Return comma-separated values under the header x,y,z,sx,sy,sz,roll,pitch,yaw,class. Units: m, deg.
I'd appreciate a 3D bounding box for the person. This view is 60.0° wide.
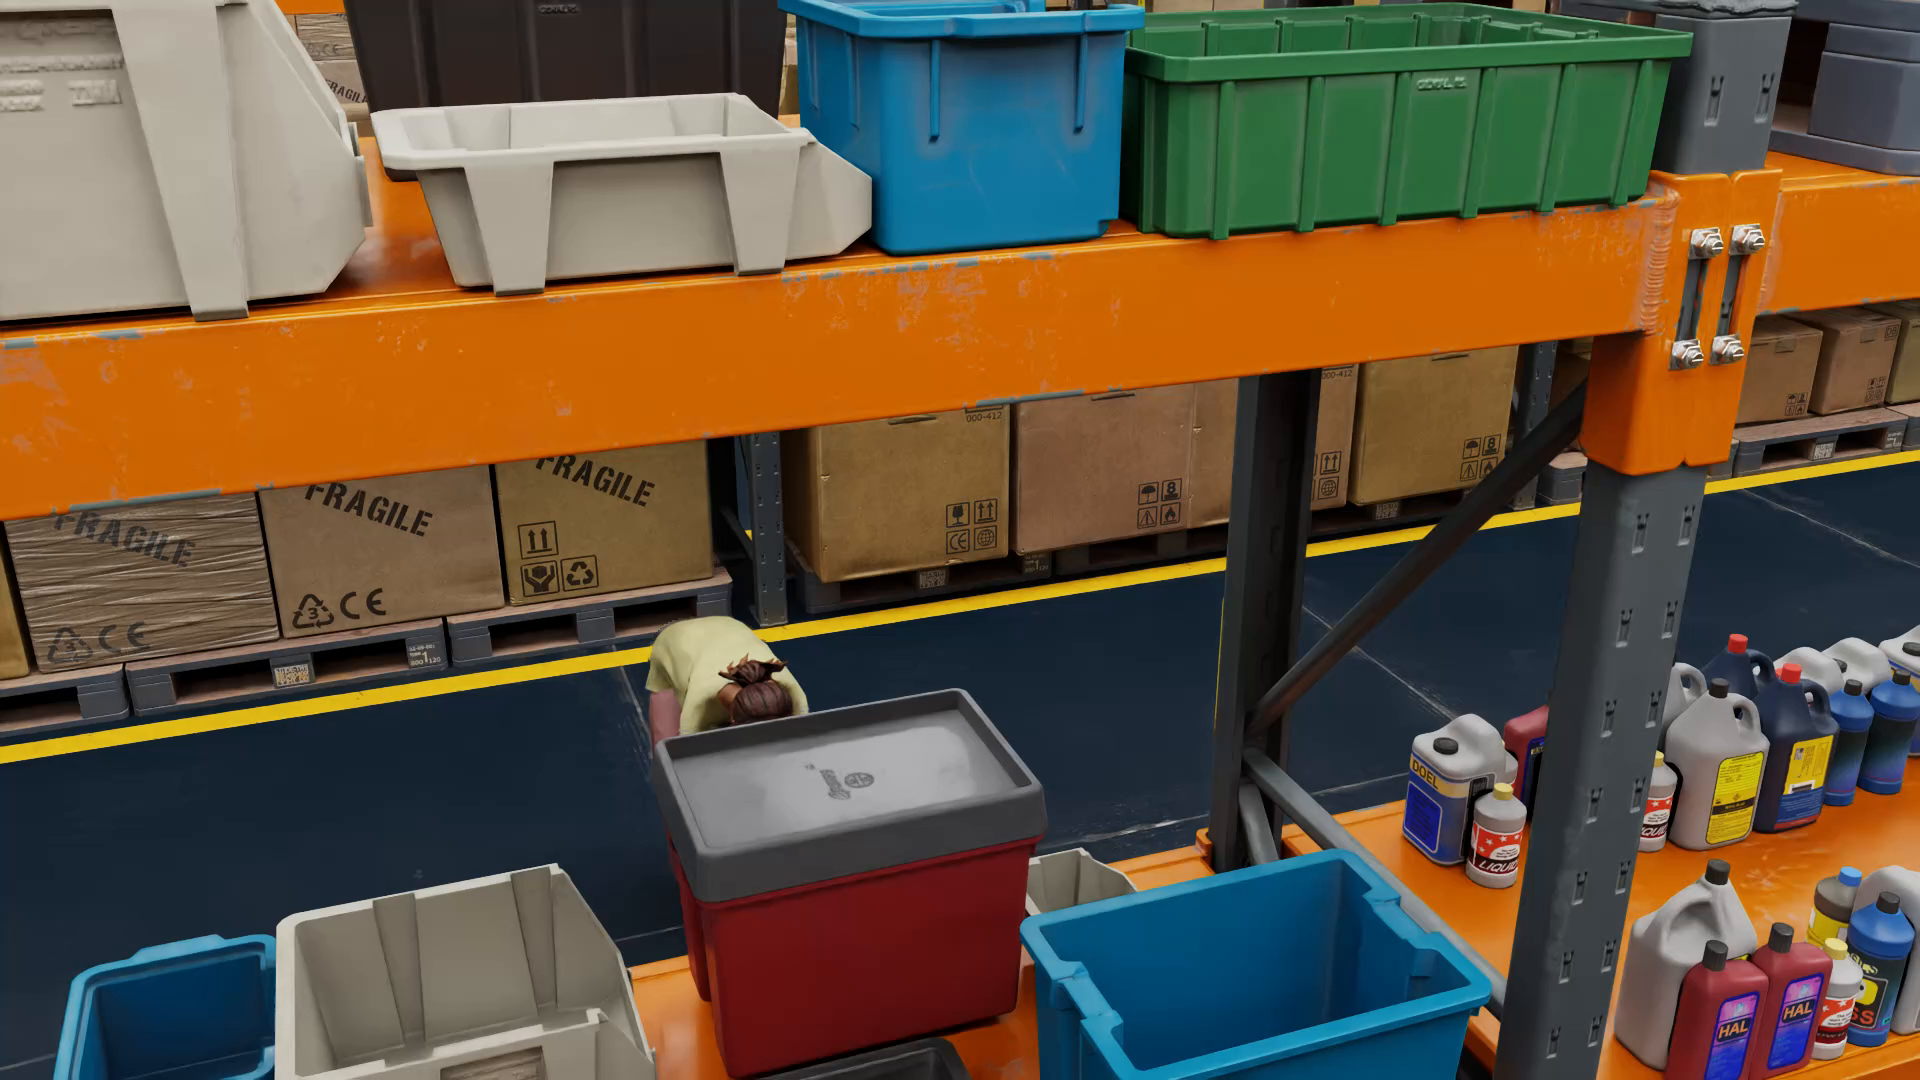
x,y,z,sx,sy,sz,roll,pitch,yaw,class
-0.697,0.739,5.161,0.467,1.031,0.868,-9,24,-22,person
